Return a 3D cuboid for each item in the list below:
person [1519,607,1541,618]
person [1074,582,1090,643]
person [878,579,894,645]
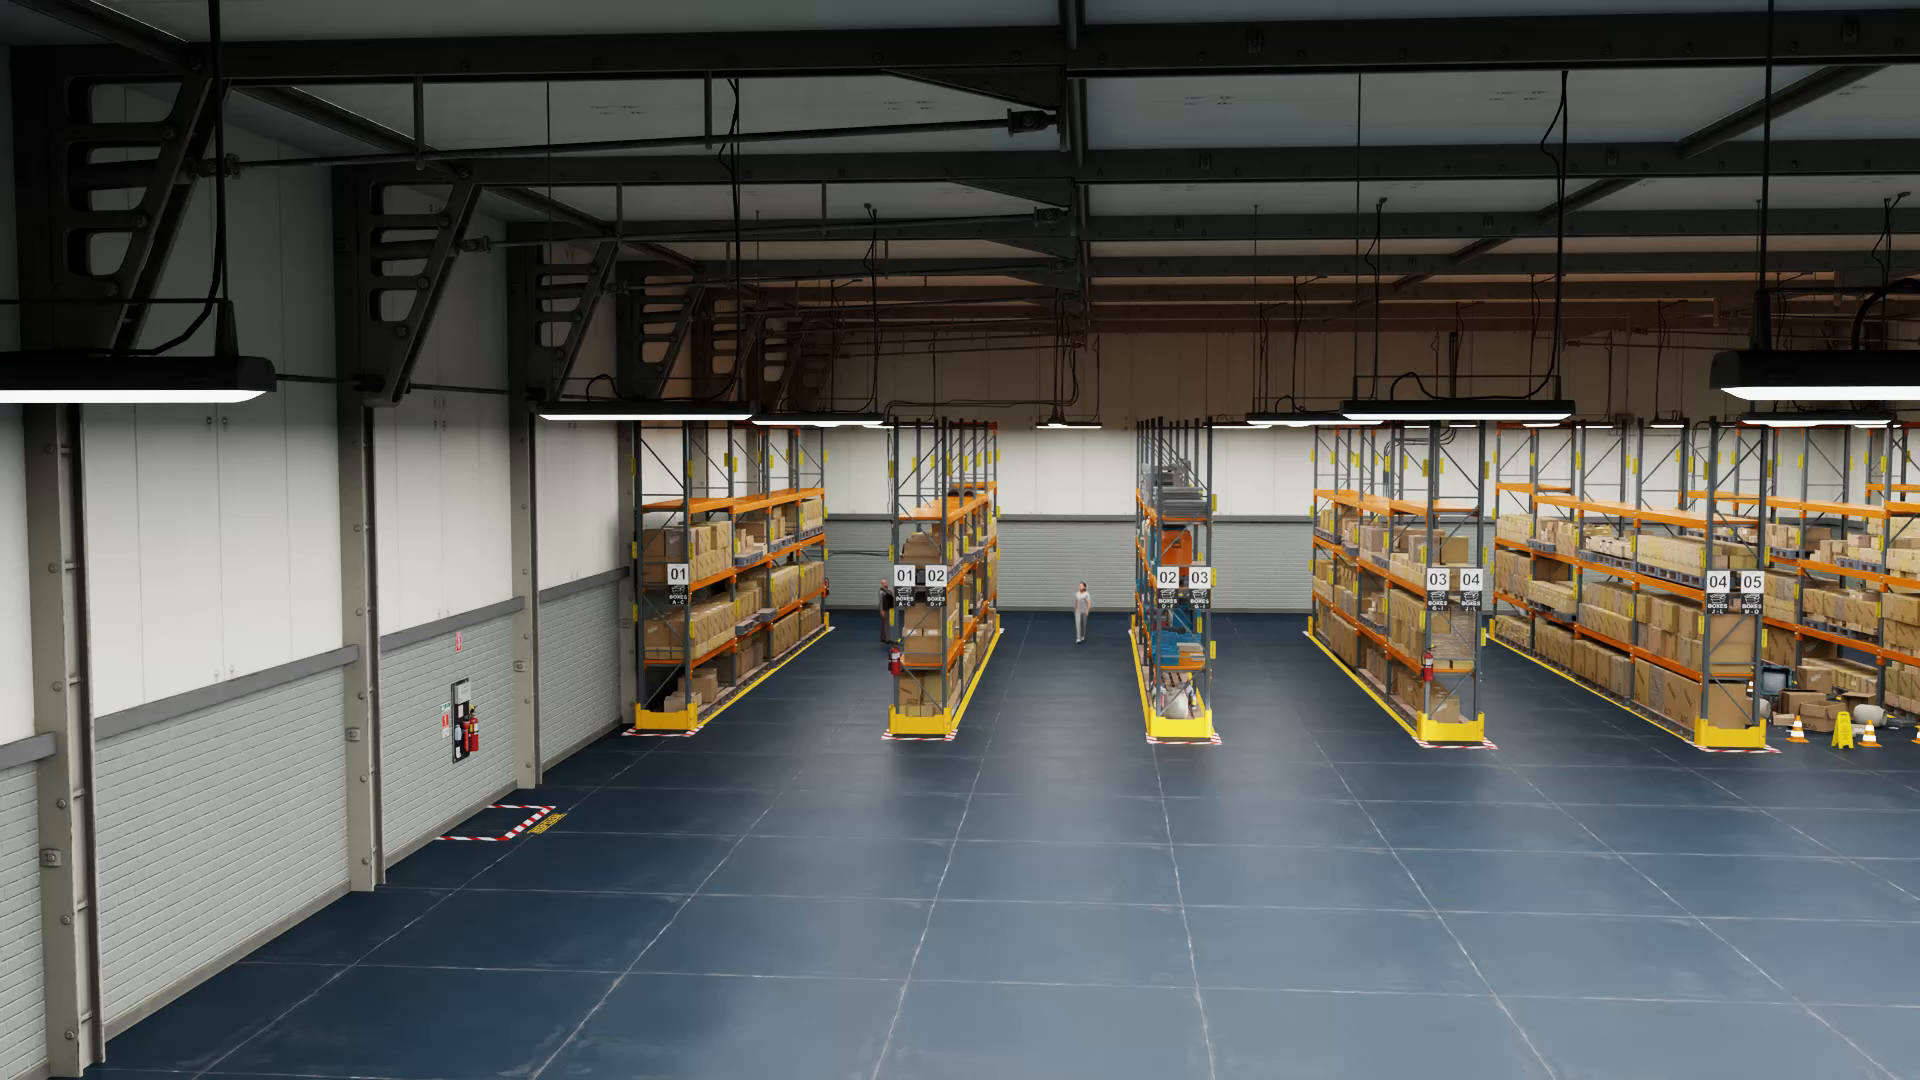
[{"bbox_3d":[16.654,1.649,48.702,0.798,1.746,0.596,-3,5,-34],"label":"person"},{"bbox_3d":[3.321,1.960,45.172,0.444,1.595,1.039,0,4,2],"label":"person"},{"bbox_3d":[-1.903,1.916,44.499,0.536,1.725,0.556,1,4,17],"label":"person"}]
